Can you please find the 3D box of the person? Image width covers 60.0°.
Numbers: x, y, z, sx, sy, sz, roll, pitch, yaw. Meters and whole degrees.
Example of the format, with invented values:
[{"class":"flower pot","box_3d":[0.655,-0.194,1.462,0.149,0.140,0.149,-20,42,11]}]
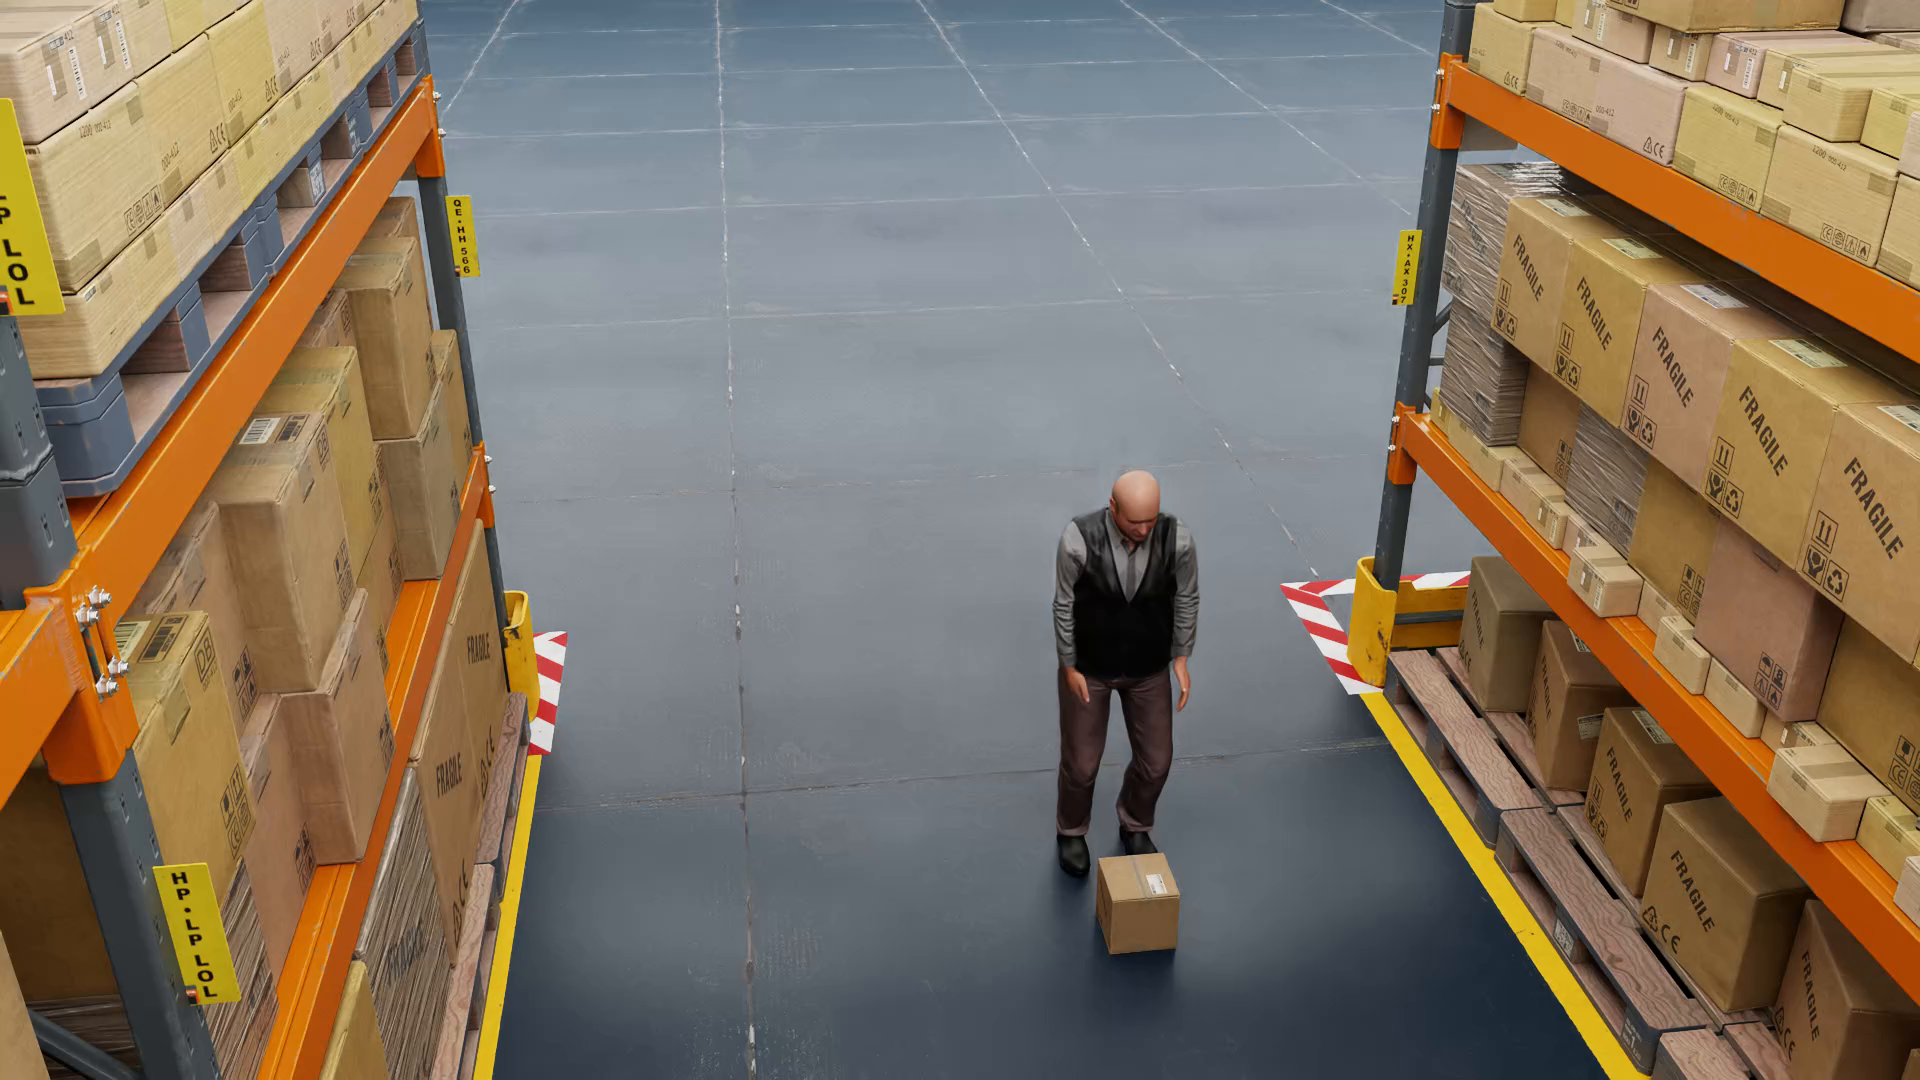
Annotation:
[{"class":"person","box_3d":[0.611,0.480,6.252,0.552,1.685,0.403,-3,27,-6]}]
